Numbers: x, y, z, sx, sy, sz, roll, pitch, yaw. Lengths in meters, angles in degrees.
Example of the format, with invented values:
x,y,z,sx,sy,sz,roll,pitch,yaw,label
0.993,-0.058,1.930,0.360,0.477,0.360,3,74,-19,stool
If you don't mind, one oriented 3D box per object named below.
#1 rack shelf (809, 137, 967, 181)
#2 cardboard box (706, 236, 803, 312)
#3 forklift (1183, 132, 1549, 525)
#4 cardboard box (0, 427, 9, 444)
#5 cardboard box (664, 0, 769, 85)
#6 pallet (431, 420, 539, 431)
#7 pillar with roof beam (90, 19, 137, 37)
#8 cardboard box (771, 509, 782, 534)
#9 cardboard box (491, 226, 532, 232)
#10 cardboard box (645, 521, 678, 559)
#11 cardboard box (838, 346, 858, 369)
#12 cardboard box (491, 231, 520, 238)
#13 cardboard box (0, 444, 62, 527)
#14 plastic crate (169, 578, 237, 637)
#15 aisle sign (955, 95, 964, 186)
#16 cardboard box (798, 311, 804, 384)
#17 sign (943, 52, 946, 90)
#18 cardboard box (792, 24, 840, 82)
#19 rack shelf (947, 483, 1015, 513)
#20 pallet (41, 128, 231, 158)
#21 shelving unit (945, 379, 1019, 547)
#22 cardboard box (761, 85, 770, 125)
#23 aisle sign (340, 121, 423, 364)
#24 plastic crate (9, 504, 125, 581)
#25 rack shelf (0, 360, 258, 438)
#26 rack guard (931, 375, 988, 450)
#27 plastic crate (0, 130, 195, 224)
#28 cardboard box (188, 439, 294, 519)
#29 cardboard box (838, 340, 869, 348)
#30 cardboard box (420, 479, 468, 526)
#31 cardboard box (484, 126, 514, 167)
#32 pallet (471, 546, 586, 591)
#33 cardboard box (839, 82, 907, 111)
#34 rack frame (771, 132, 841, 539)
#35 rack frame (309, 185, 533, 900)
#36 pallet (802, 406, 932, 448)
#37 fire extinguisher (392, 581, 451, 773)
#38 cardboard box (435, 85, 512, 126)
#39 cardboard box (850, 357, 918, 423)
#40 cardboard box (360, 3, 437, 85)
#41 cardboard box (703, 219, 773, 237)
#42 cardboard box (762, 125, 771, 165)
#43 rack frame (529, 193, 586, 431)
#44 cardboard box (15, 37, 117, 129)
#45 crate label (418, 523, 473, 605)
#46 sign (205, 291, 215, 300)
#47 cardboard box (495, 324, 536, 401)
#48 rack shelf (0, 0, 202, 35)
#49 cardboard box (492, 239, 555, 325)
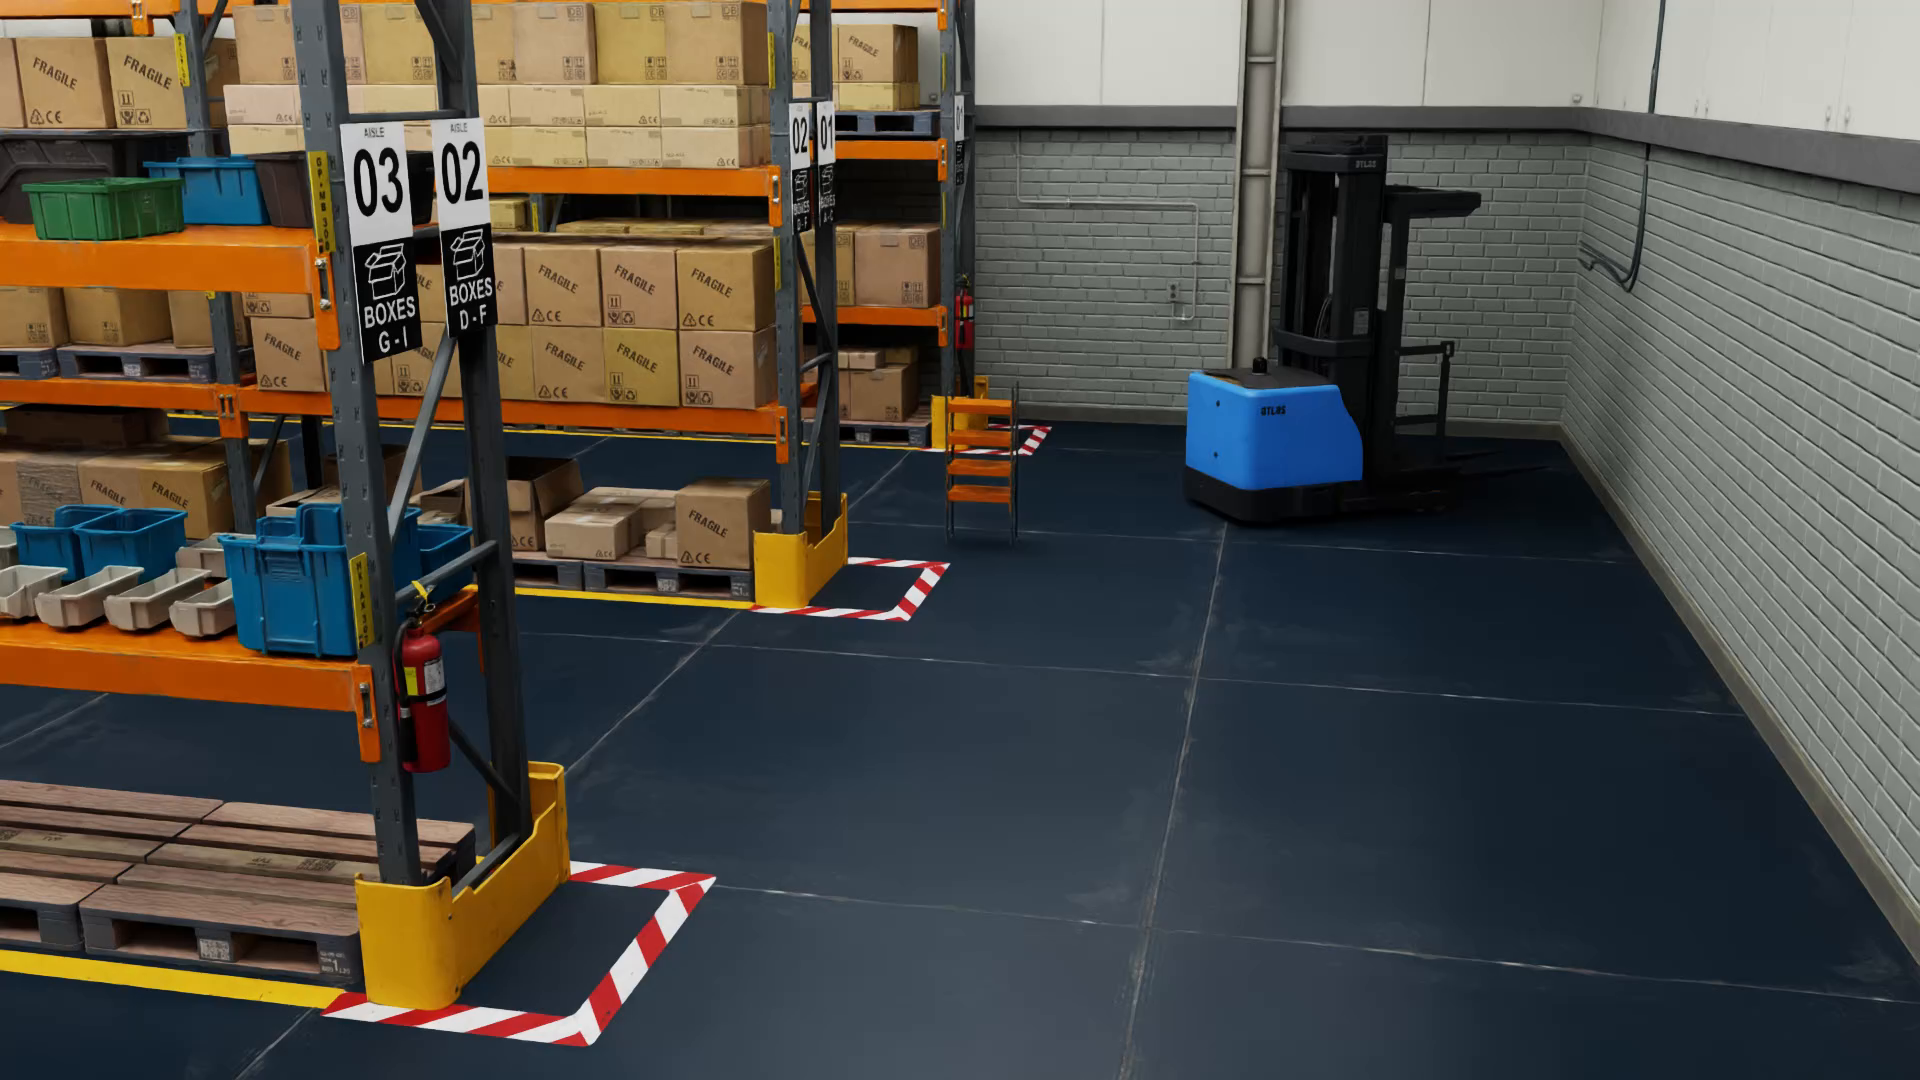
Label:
x,y,z,sx,sy,sz,roll,pitch,yaw,label
-1.976,-3.650,15.779,4.000,0.370,1.077,3,16,11,rack shelf
-1.382,-1.772,11.208,0.500,0.500,0.500,4,16,13,cardboard box
3.394,-1.757,13.343,3.031,2.935,1.130,-6,17,-20,forklift
-7.369,-0.566,12.775,0.500,0.500,0.500,3,16,9,cardboard box
-1.507,-3.148,10.557,0.500,0.500,0.700,3,16,11,cardboard box
-4.707,-1.335,16.917,1.213,0.211,1.003,3,16,11,pallet
-9.815,-4.931,13.436,0.400,9.000,9.100,3,16,11,pillar with roof beam
-1.342,-0.099,11.748,0.250,0.149,0.380,3,16,11,cardboard box
-4.439,-2.818,16.263,0.500,0.500,0.500,3,16,10,cardboard box
-1.961,-0.005,11.375,0.250,0.166,0.380,3,16,11,cardboard box
-1.135,-1.739,15.832,0.250,0.149,0.380,4,16,13,cardboard box
-3.376,-1.879,11.597,0.500,0.500,0.500,3,16,12,cardboard box
-6.933,-0.402,12.183,0.500,0.500,0.500,3,16,9,cardboard box
-2.826,0.249,6.357,0.243,0.136,0.396,3,16,11,plastic crate
-0.006,-3.616,15.056,0.004,0.787,0.394,3,16,11,aisle sign
-1.382,-1.290,11.342,0.500,0.500,0.500,3,16,12,cardboard box
-0.138,-4.138,14.682,0.005,0.325,0.100,3,16,11,sign
-1.276,-4.427,15.139,0.500,0.500,0.500,4,16,13,cardboard box
0.162,-0.313,12.371,0.480,0.148,0.258,3,16,11,rack shelf
-5.545,-2.770,11.605,1.003,0.211,1.213,3,16,11,pallet
0.162,-0.569,12.300,0.503,1.200,0.258,3,16,11,shelving unit
-1.452,-2.859,10.918,0.500,0.250,0.500,3,16,11,cardboard box
-1.979,-1.026,5.706,0.004,0.787,0.394,3,16,11,aisle sign
-3.751,0.013,7.027,0.300,0.233,0.416,3,16,11,plastic crate
-6.880,-1.121,12.269,4.000,0.370,1.077,3,16,11,rack shelf
0.007,-1.239,16.029,0.348,0.500,1.175,3,16,11,rack guard
-3.433,-1.422,6.505,0.767,0.338,0.504,3,16,11,plastic crate
-5.345,-0.459,12.387,0.500,0.500,0.500,2,16,9,cardboard box
-1.057,-1.839,16.192,0.250,0.149,0.380,3,16,11,cardboard box
-3.570,-0.282,12.104,0.500,0.311,0.500,3,16,11,cardboard box
-3.023,-2.564,10.792,0.500,0.250,0.500,3,16,11,cardboard box
-3.048,0.083,11.796,1.213,0.211,1.003,3,16,11,pallet
-0.787,-4.038,15.140,0.500,0.250,0.500,4,16,13,cardboard box
-1.000,-1.149,11.021,0.127,3.000,1.000,3,16,11,rack frame
-1.991,0.147,6.344,0.127,3.000,1.000,3,16,11,rack frame
-0.816,-1.123,16.152,1.213,0.211,1.003,3,16,11,pallet
-1.933,0.490,5.946,0.183,0.674,0.296,3,16,11,fire extinguisher
-3.025,-2.803,10.717,0.500,0.250,0.500,3,16,11,cardboard box
-0.722,-1.454,16.017,0.500,0.500,0.700,3,16,11,cardboard box
-3.483,-3.233,10.864,0.500,0.500,0.700,3,16,11,cardboard box
-1.979,-2.693,16.033,0.700,0.700,0.980,2,16,8,cardboard box
-1.453,-2.616,10.979,0.500,0.250,0.500,3,16,11,cardboard box
-3.936,-2.658,16.468,0.127,3.000,1.000,3,16,11,rack frame
-6.058,-3.182,11.579,0.600,0.600,0.600,3,16,10,cardboard box
-2.167,0.099,6.716,0.303,0.233,0.416,3,16,11,crate label
-5.027,-1.774,11.110,0.005,0.325,0.100,3,16,11,sign
-2.984,-1.231,11.131,0.500,0.500,0.500,3,16,10,cardboard box
-9.816,-5.329,16.969,4.000,0.370,1.077,3,16,11,rack shelf
-2.998,-1.711,10.990,0.500,0.500,0.500,4,16,13,cardboard box
